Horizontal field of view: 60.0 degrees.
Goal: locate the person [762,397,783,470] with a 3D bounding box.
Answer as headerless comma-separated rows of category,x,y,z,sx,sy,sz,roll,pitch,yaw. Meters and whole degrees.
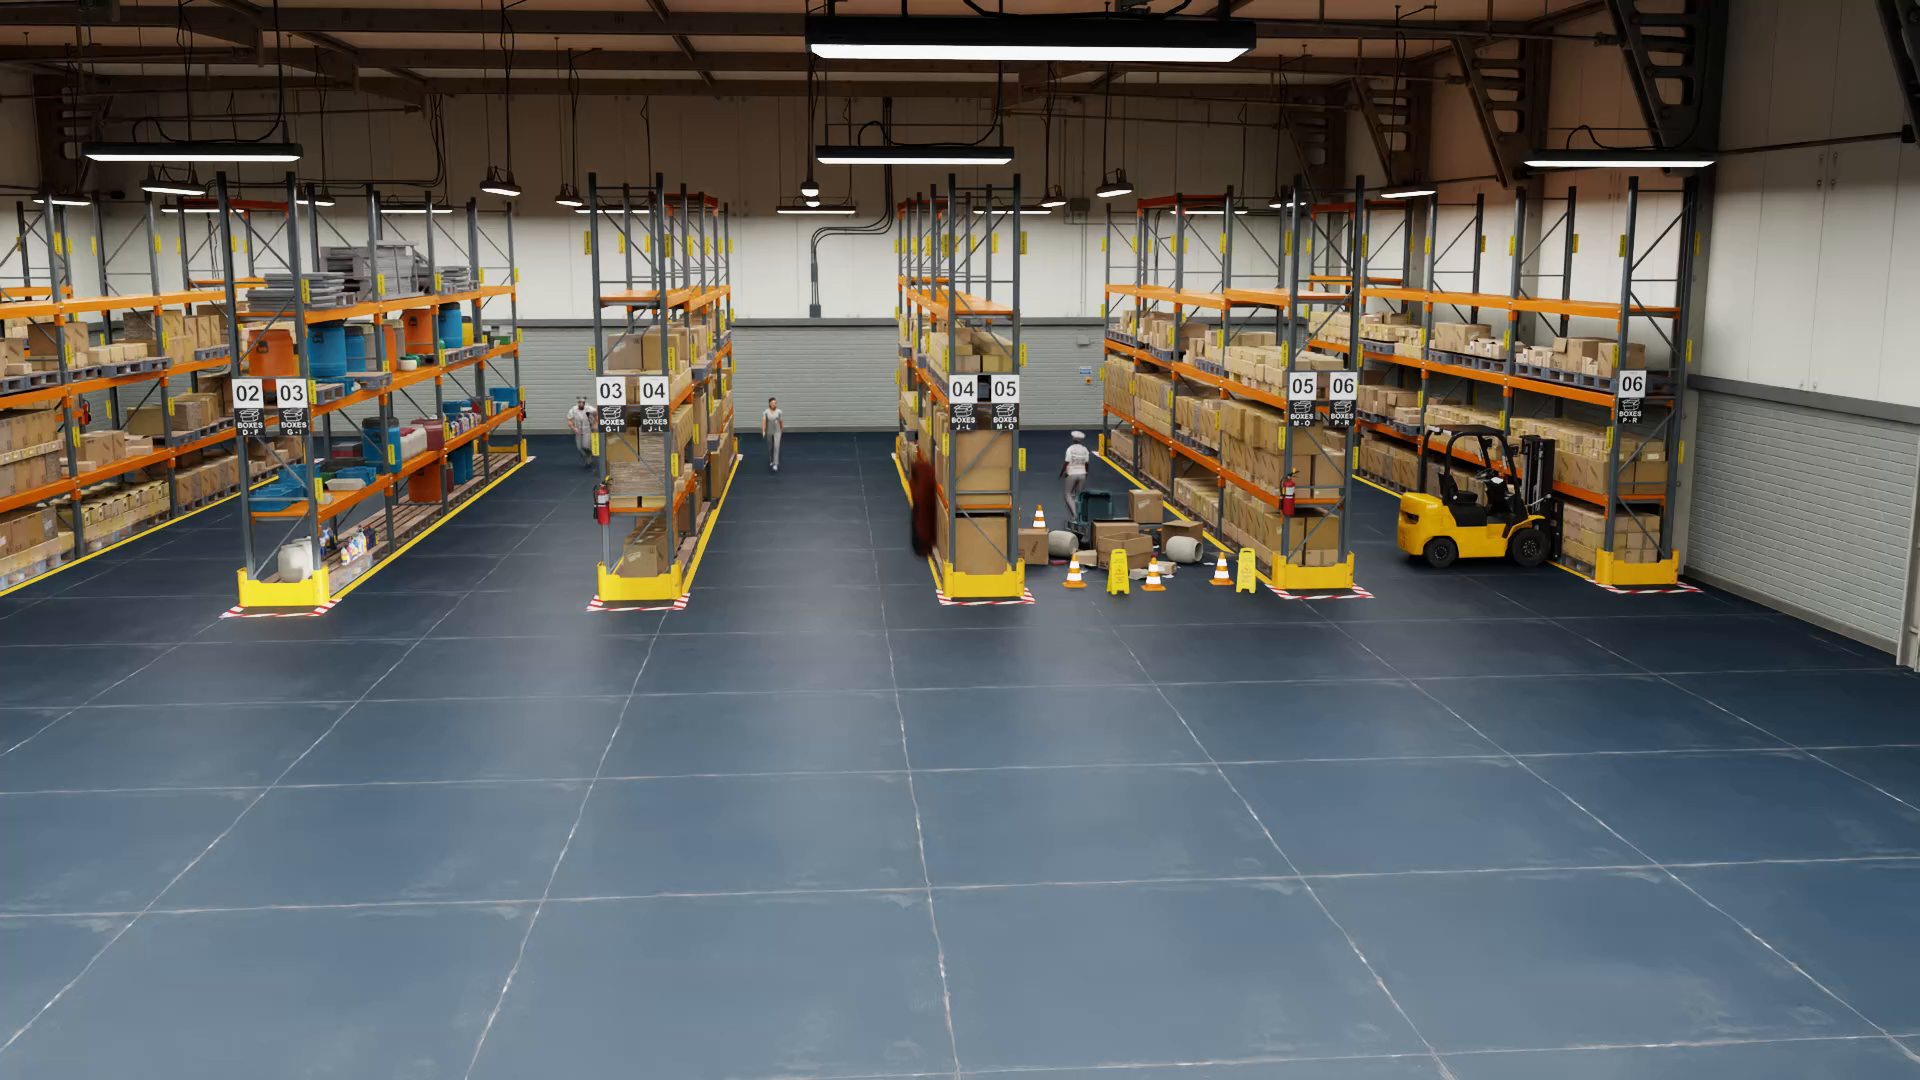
person,-4.246,-2.422,37.656,0.467,1.599,1.060,0,10,-2

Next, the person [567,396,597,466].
person,-8.604,-2.489,38.026,0.653,1.666,0.717,1,10,3

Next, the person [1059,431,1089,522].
person,2.150,-1.147,30.456,0.518,1.675,0.599,-4,11,-23
